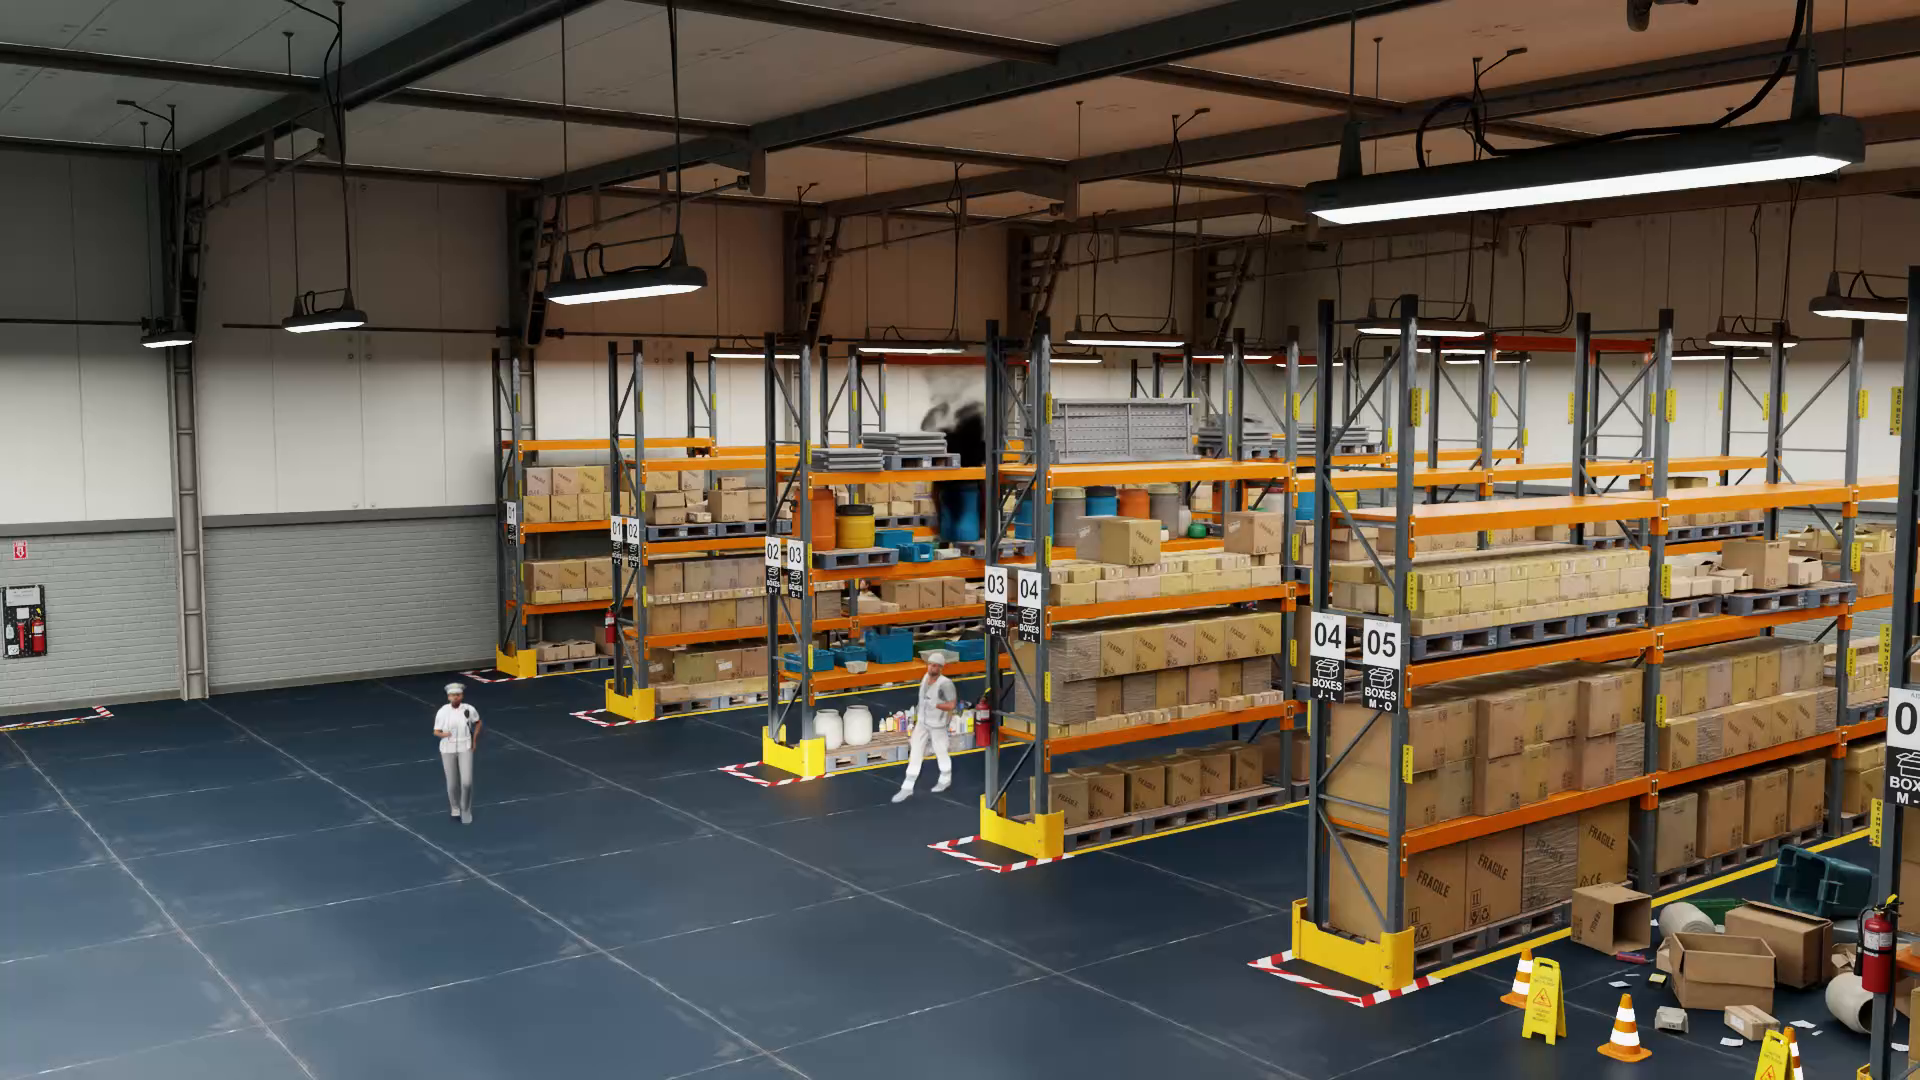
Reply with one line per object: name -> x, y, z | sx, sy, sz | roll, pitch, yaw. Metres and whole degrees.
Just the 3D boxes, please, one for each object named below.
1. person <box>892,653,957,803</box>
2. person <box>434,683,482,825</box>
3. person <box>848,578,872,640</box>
person -> -0.312, 2.238, 20.014 | 0.696, 1.806, 0.851 | 4, 6, 39
person -> -6.037, 2.577, 20.015 | 0.555, 1.726, 0.665 | -1, 5, -16
person -> -1.881, 1.541, 32.008 | 0.530, 1.626, 0.581 | -5, 7, -43
